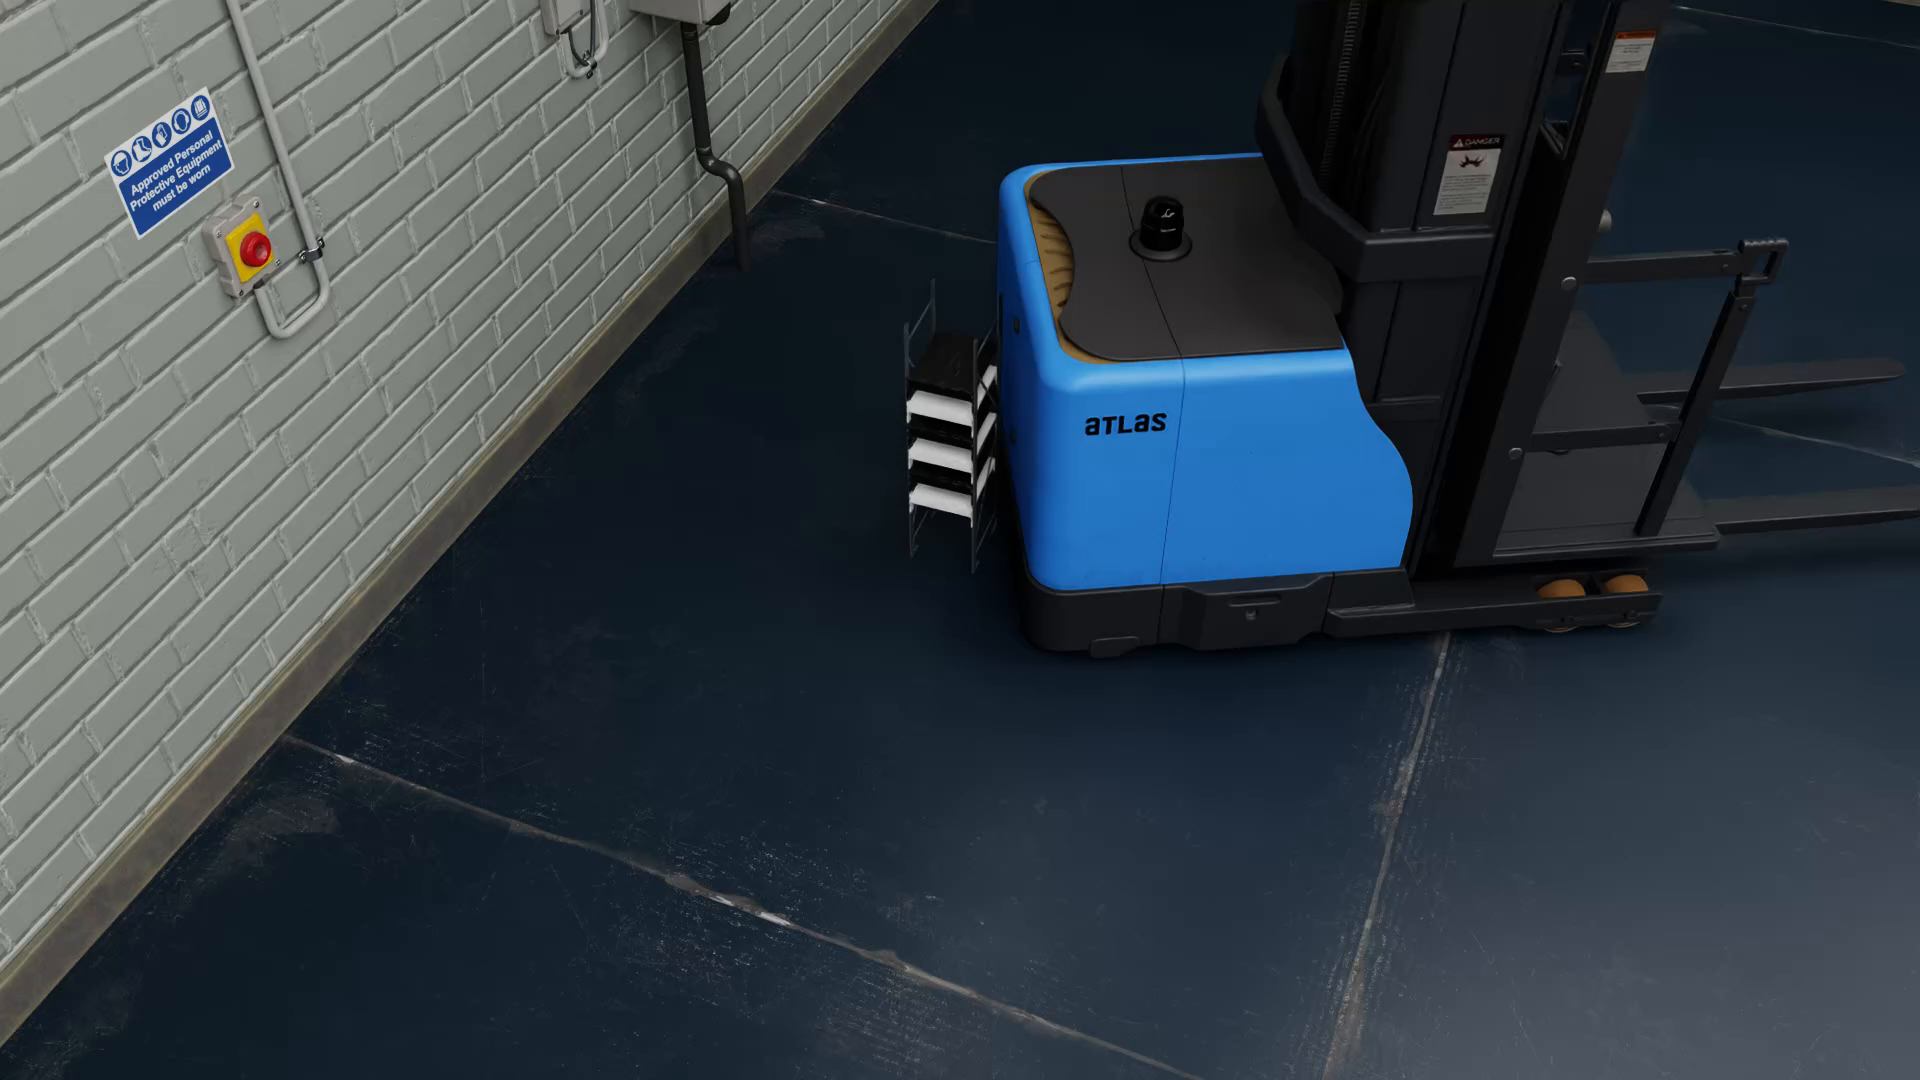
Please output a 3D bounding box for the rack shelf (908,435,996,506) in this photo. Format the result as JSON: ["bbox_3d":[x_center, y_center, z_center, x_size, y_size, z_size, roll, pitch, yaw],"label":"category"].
[{"bbox_3d":[-0.017,-0.233,5.021,0.200,0.077,0.258,14,47,14],"label":"rack shelf"}]

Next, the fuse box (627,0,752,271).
[{"bbox_3d":[-0.781,-1.652,5.697,0.414,1.711,0.539,16,47,16],"label":"fuse box"}]

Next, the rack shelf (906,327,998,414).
[{"bbox_3d":[-0.017,-0.488,4.767,0.200,0.077,0.258,14,47,14],"label":"rack shelf"}]

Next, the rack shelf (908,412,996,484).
[{"bbox_3d":[-0.017,-0.297,4.958,0.200,0.077,0.258,14,47,14],"label":"rack shelf"}]

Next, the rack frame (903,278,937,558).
[{"bbox_3d":[-0.113,-0.344,4.958,0.006,0.900,0.240,14,47,14],"label":"rack frame"}]

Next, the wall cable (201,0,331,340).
[{"bbox_3d":[-1.724,-1.152,3.539,0.123,1.953,0.585,16,47,16],"label":"wall cable"}]

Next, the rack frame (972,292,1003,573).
[{"bbox_3d":[0.079,-0.297,4.910,0.006,0.900,0.240,14,47,14],"label":"rack frame"}]

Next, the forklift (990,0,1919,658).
[{"bbox_3d":[1.650,-1.132,4.310,3.031,2.935,1.130,-4,45,-4],"label":"forklift"}]

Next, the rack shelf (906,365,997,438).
[{"bbox_3d":[-0.017,-0.425,4.831,0.200,0.077,0.258,14,47,14],"label":"rack shelf"}]

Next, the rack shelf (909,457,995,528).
[{"bbox_3d":[-0.017,-0.169,5.085,0.200,0.077,0.258,14,47,14],"label":"rack shelf"}]

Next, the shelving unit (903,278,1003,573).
[{"bbox_3d":[-0.017,-0.321,4.934,0.210,0.900,0.258,14,47,14],"label":"shelving unit"}]

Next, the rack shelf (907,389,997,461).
[{"bbox_3d":[-0.017,-0.361,4.894,0.200,0.077,0.258,14,47,14],"label":"rack shelf"}]

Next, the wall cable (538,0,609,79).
[{"bbox_3d":[-1.189,-2.068,4.481,0.122,1.984,0.588,16,47,16],"label":"wall cable"}]

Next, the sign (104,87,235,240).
[{"bbox_3d":[-1.799,-0.862,3.798,0.001,0.218,0.327,16,47,16],"label":"sign"}]
